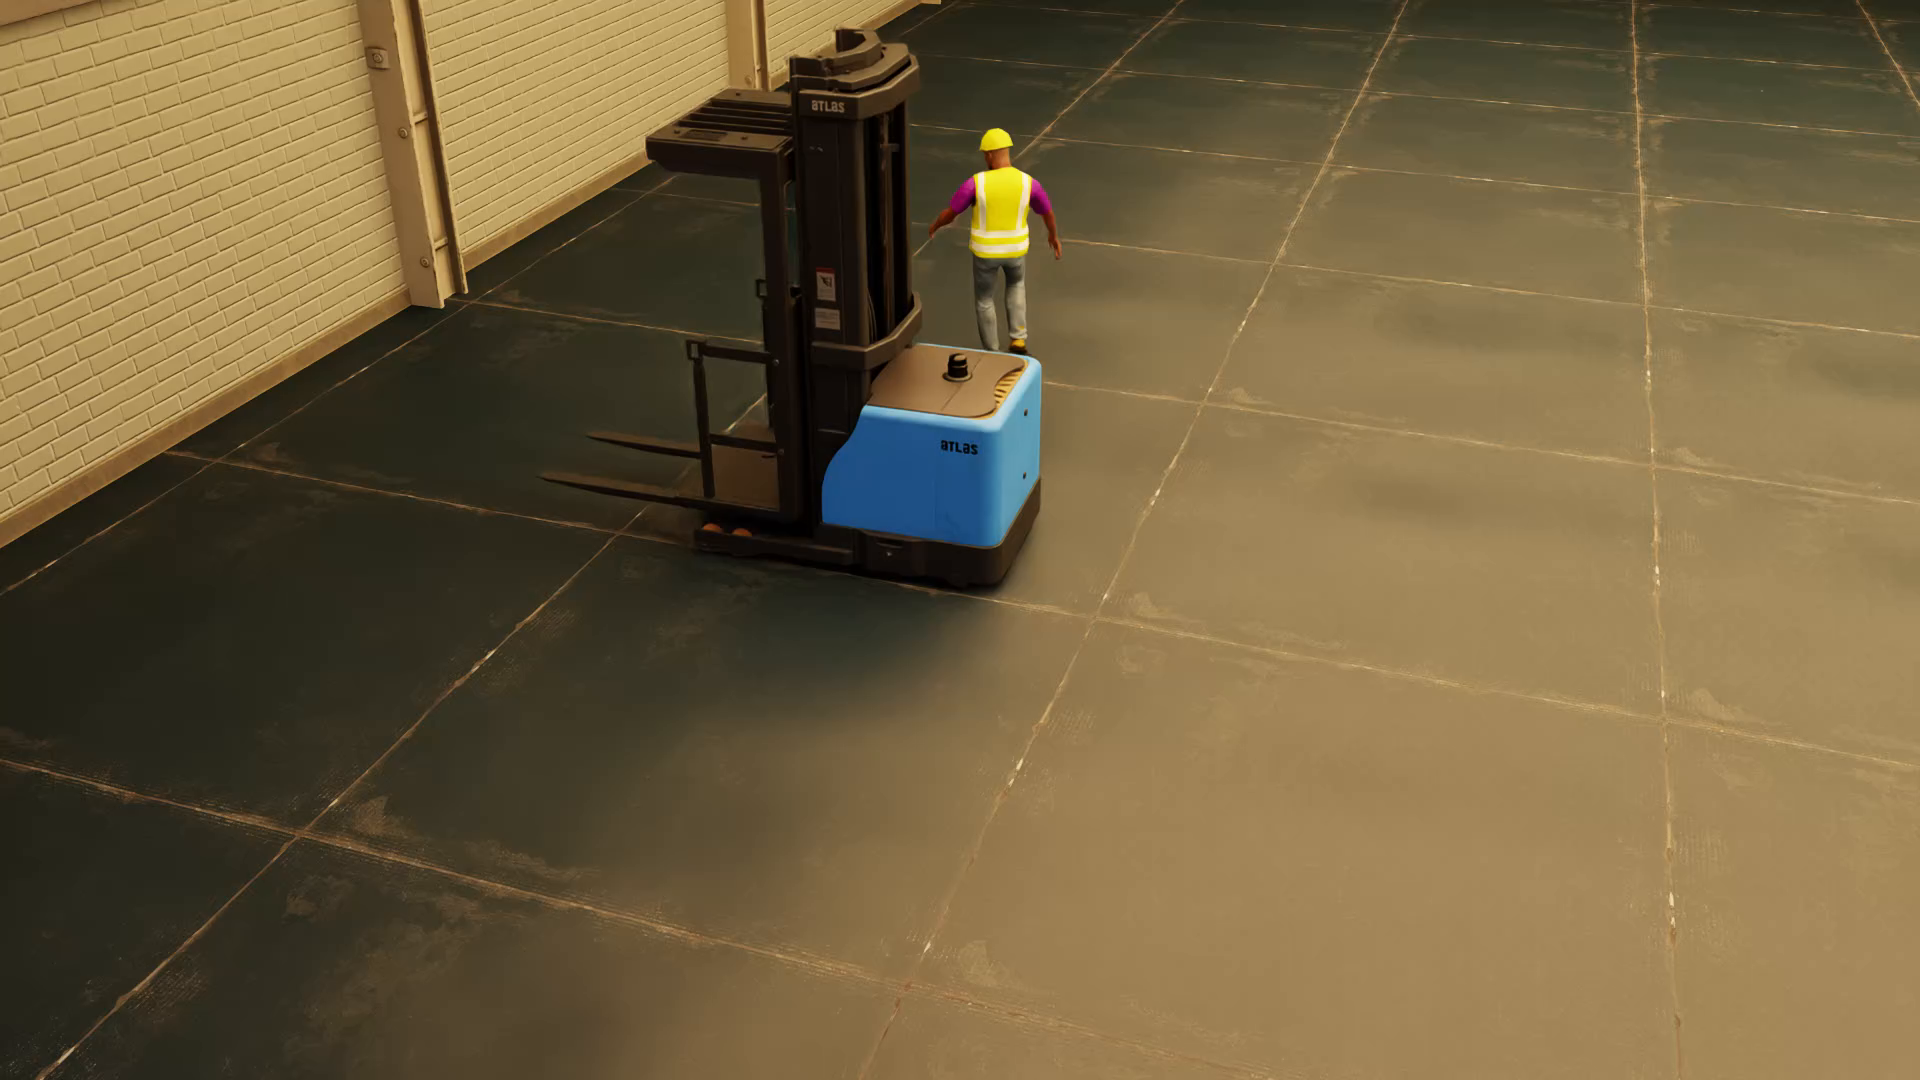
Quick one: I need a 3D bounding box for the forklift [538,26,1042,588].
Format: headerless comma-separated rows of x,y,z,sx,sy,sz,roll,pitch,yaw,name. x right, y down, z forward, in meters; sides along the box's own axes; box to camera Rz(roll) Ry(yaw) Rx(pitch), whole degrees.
-1.080,-1.412,9.614,3.031,2.935,1.130,9,31,15,forklift

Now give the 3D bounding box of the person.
0.268,-2.116,12.091,0.966,1.785,0.497,-2,30,-4,person
